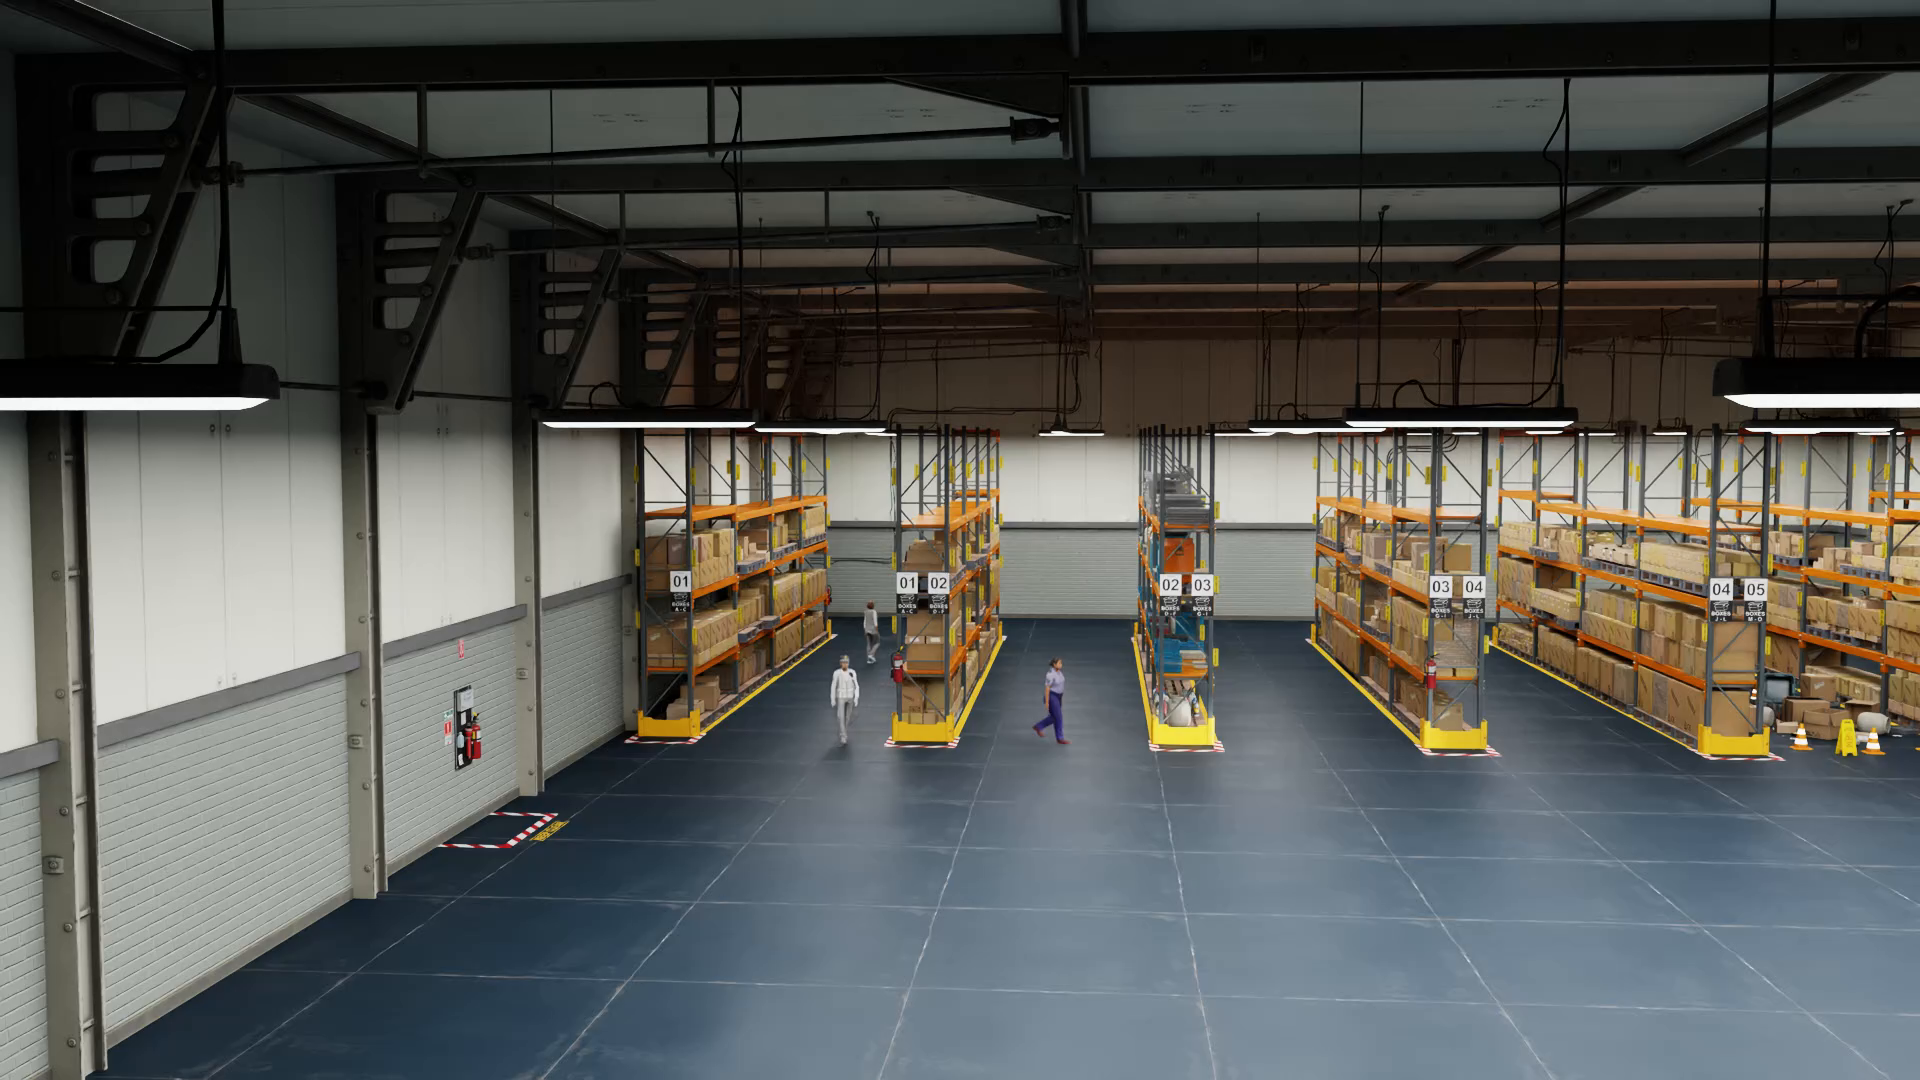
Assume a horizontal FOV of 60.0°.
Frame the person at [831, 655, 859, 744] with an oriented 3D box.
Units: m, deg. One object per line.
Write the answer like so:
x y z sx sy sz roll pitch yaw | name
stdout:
-2.138 2.981 31.234 0.521 1.630 0.954 -2 4 -24 | person

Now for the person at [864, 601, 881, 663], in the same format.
-2.276 2.402 42.357 0.448 1.488 0.438 2 4 36 | person

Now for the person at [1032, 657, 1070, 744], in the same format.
1.755 2.999 31.368 0.864 1.608 0.508 2 4 27 | person
